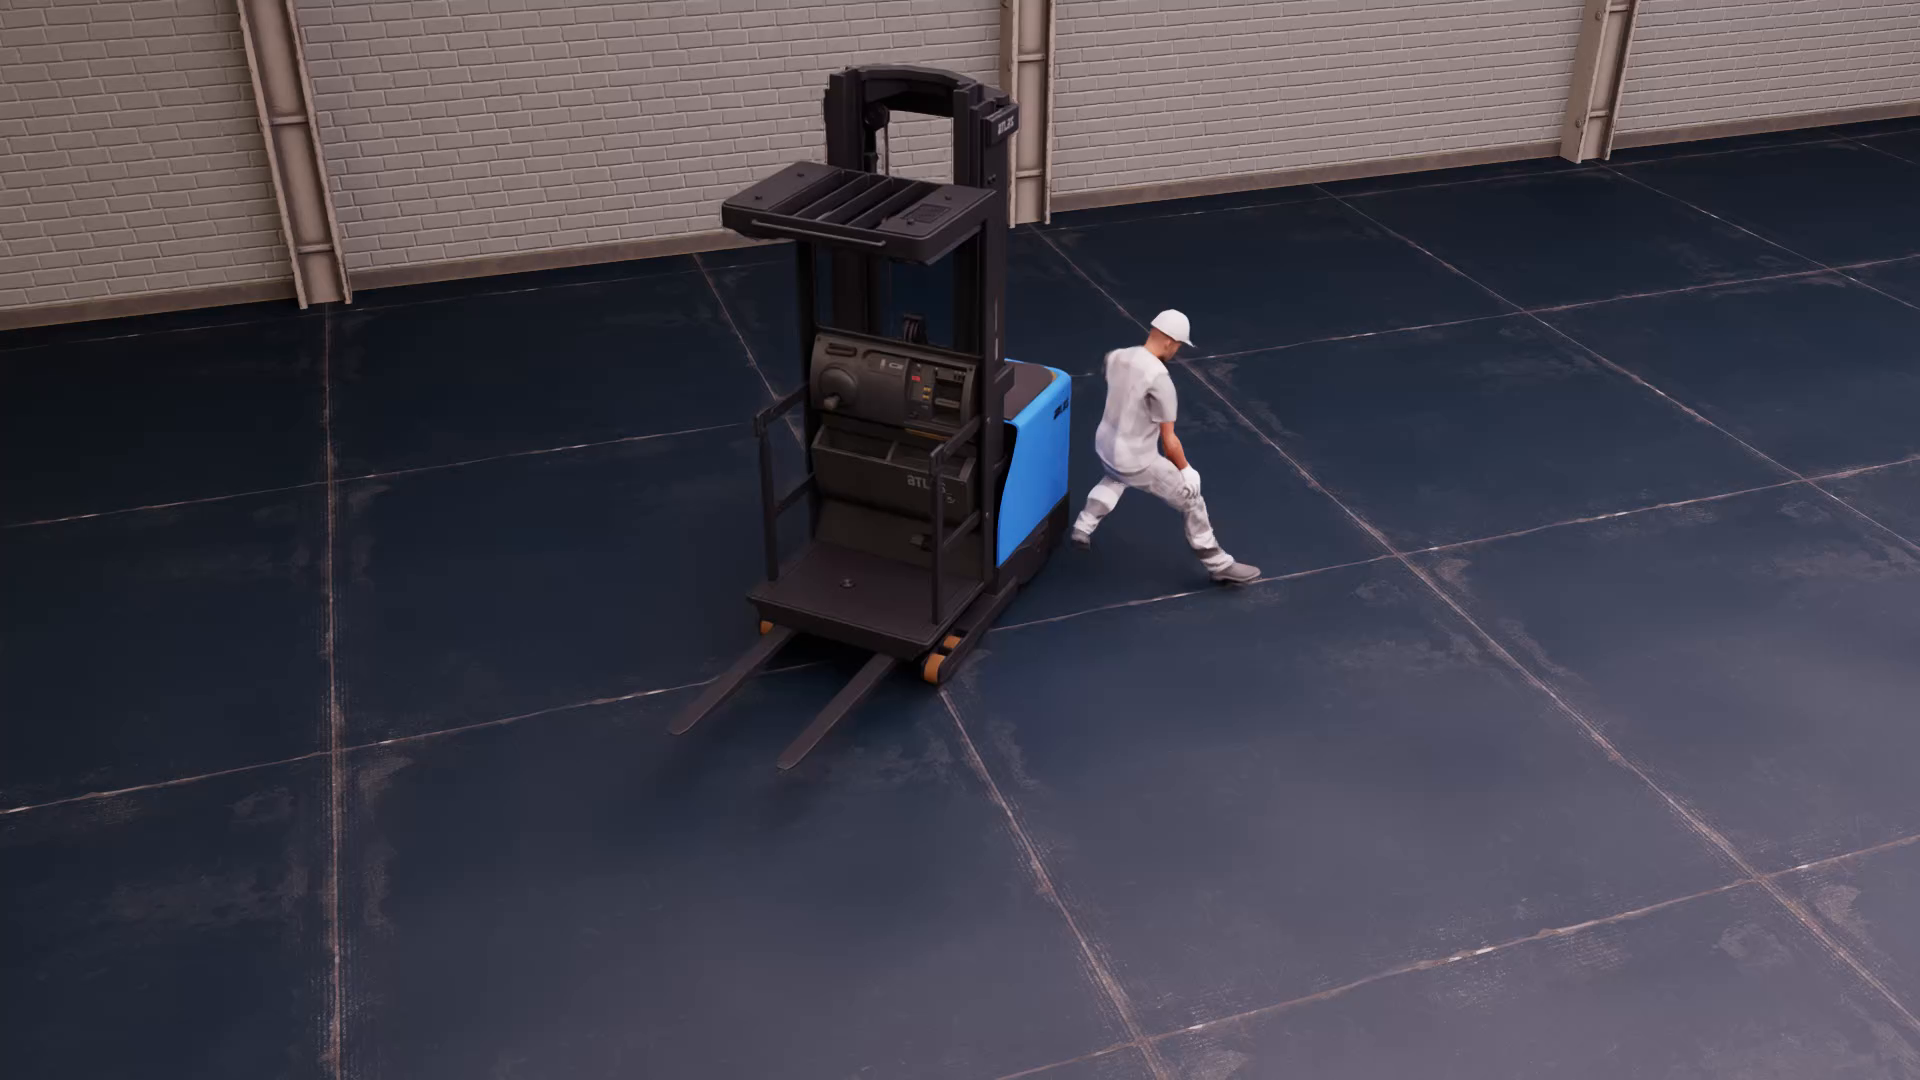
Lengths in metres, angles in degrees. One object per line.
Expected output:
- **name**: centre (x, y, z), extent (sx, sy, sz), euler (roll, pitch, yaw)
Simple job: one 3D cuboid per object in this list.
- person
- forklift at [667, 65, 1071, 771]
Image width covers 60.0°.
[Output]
- **person**: centre (1.068, -0.572, 9.413), extent (0.924, 1.578, 1.158), euler (-13, 32, -21)
- **forklift**: centre (-0.444, -0.760, 8.408), extent (1.130, 2.935, 3.031), euler (14, 33, 22)
